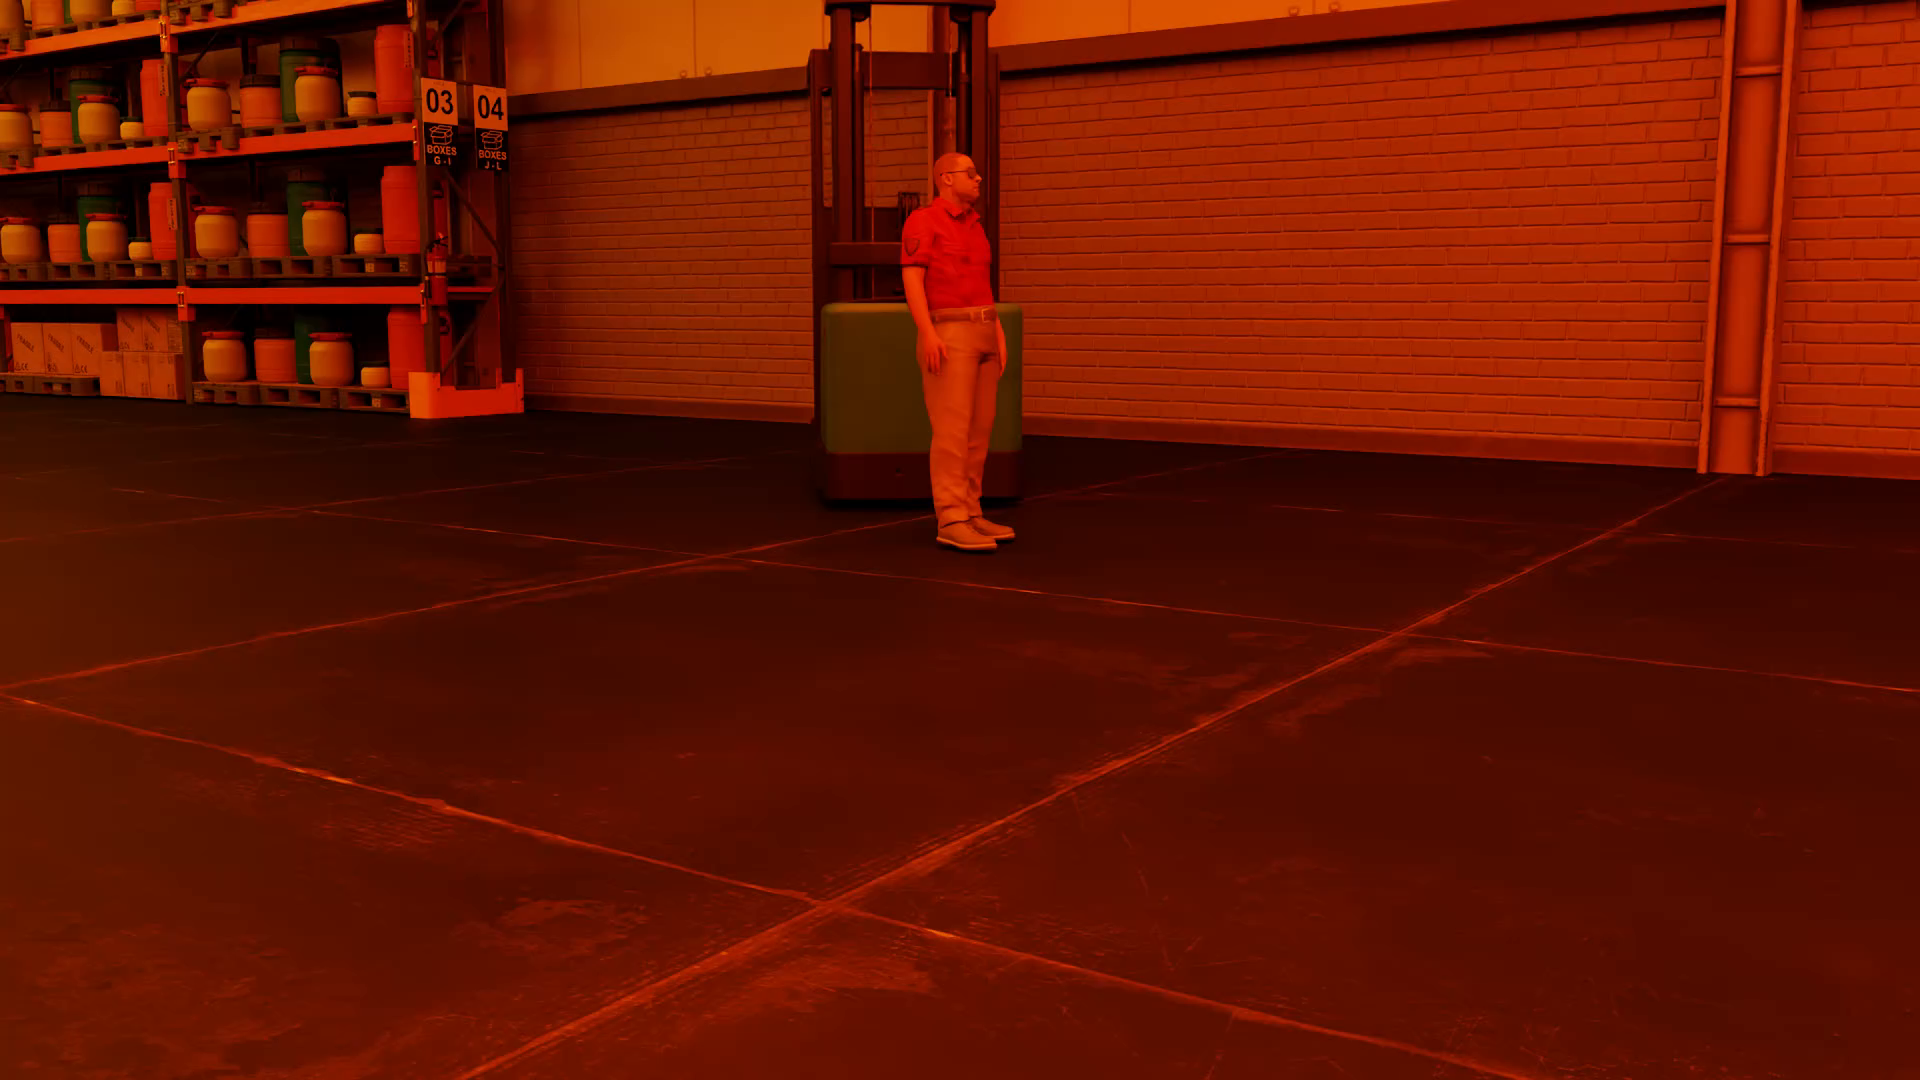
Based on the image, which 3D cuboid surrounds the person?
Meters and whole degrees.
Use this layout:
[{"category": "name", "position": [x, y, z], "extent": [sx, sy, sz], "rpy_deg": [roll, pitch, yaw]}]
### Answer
[{"category": "person", "position": [0.069, -0.855, 7.422], "extent": [0.550, 1.729, 0.642], "rpy_deg": [5, 10, 34]}]

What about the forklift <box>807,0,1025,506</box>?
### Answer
[{"category": "forklift", "position": [-0.343, -1.806, 9.895], "extent": [1.130, 2.935, 3.031], "rpy_deg": [-1, 8, -7]}]
